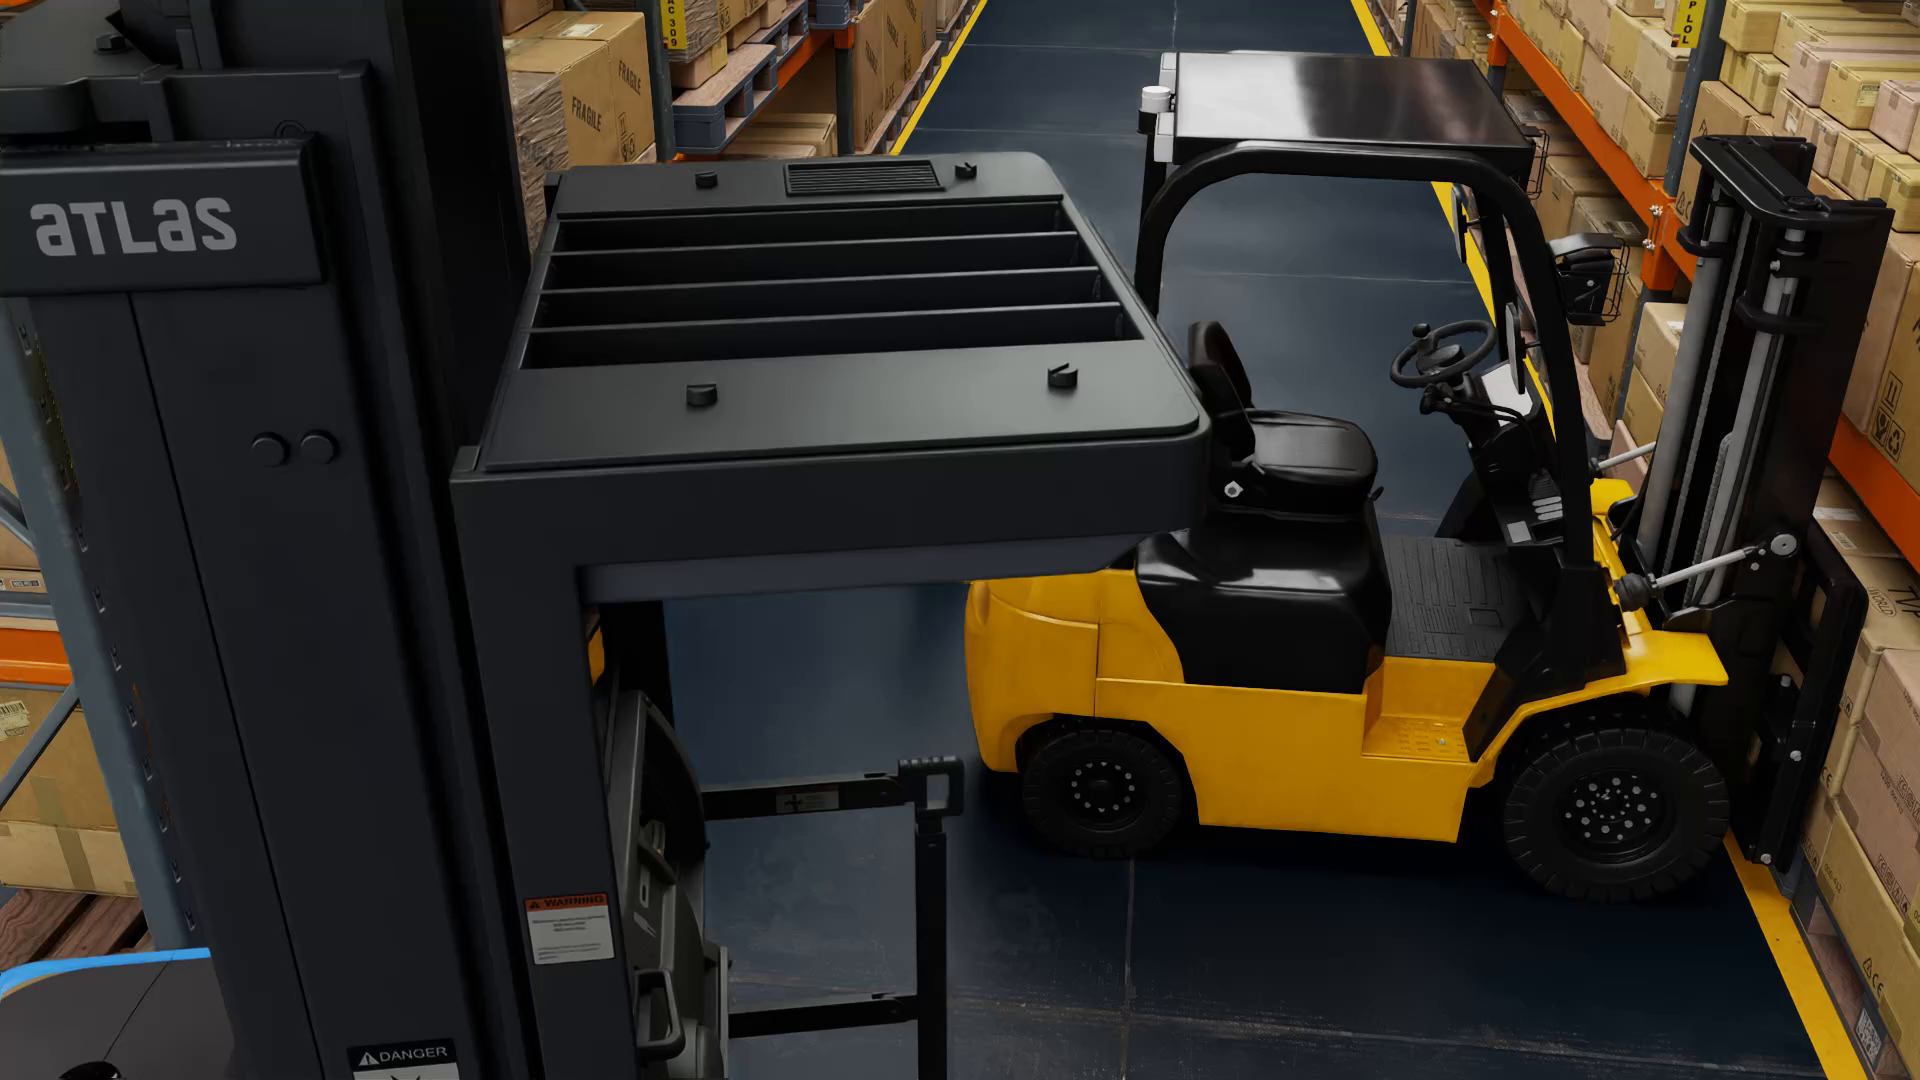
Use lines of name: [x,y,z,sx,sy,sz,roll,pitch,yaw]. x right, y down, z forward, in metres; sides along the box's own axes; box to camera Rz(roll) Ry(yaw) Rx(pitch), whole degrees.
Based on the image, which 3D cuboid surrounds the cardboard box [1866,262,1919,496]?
cardboard box: [2.686,-0.370,4.168,0.500,0.500,0.500,3,28,5]

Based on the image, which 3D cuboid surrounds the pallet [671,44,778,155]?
pallet: [-1.448,-2.030,7.559,1.003,0.211,1.213,3,28,6]

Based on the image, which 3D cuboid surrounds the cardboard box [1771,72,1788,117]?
cardboard box: [2.906,-1.425,5.444,0.380,0.149,0.250,3,28,6]

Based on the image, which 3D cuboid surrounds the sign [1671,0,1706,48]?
sign: [2.701,-1.979,6.123,0.100,0.325,0.005,3,28,6]

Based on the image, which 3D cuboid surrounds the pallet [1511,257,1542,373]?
pallet: [3.440,-1.174,8.707,1.003,0.211,1.213,3,28,6]

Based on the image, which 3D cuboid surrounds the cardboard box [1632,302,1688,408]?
cardboard box: [2.870,-0.682,6.255,0.500,0.250,0.500,3,28,5]

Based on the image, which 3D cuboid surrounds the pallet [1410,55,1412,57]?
pallet: [4.159,-3.630,13.265,1.003,0.211,1.213,3,28,6]

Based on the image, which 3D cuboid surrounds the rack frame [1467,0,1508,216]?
rack frame: [3.731,-3.360,9.824,1.000,3.000,0.127,3,28,6]

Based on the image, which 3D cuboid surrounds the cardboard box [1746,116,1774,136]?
cardboard box: [2.880,-1.081,5.489,0.500,0.500,0.500,4,29,7]

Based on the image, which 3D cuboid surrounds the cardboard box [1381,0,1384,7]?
cardboard box: [4.235,-5.284,15.589,0.500,0.500,0.500,4,29,7]

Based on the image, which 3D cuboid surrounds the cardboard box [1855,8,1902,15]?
cardboard box: [3.497,-1.959,6.435,0.380,0.149,0.250,3,28,5]

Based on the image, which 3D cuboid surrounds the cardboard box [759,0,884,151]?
cardboard box: [-1.029,-3.216,11.355,0.875,0.875,0.875,3,28,6]

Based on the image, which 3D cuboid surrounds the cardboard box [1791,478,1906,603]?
cardboard box: [2.676,0.040,4.916,0.500,0.250,0.500,3,28,5]

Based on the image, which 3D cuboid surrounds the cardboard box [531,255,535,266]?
cardboard box: [-1.605,-0.887,5.498,0.380,0.149,0.250,3,28,5]

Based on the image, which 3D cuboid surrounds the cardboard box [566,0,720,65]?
cardboard box: [-1.344,-2.327,7.046,0.500,0.500,0.500,4,29,7]

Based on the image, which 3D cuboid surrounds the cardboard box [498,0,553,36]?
cardboard box: [-1.955,-2.184,6.168,0.700,0.500,0.500,3,28,6]

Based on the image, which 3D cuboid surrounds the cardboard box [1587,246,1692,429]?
cardboard box: [3.294,-0.863,7.249,0.875,0.625,0.625,5,29,8]

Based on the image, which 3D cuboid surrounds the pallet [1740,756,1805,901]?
pallet: [2.955,0.698,5.231,1.003,0.211,1.213,3,28,6]

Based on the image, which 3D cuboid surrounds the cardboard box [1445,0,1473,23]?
cardboard box: [3.848,-3.958,12.442,0.380,0.149,0.250,3,28,6]

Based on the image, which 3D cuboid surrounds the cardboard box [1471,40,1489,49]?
cardboard box: [3.619,-3.229,11.089,0.380,0.149,0.250,2,28,5]

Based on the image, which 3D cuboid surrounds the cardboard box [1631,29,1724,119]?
cardboard box: [3.047,-1.877,6.702,0.500,0.250,0.500,3,28,5]

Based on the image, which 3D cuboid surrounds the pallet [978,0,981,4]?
pallet: [-0.236,-5.804,17.300,1.003,0.211,1.213,3,28,6]

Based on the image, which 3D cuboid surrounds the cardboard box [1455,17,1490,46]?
cardboard box: [3.731,-3.599,11.777,0.380,0.149,0.250,2,28,4]

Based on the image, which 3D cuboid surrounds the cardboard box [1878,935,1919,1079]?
cardboard box: [2.495,1.192,3.831,0.500,0.250,0.500,4,29,7]

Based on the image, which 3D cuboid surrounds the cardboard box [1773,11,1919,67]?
cardboard box: [2.983,-1.675,5.594,0.380,0.149,0.250,4,29,7]

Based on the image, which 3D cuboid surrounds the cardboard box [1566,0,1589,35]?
cardboard box: [3.252,-2.596,8.038,0.500,0.250,0.500,4,29,7]

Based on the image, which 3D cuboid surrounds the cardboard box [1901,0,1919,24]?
cardboard box: [3.502,-1.770,5.769,0.380,0.149,0.250,3,29,6]

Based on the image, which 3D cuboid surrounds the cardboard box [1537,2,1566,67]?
cardboard box: [3.311,-2.620,8.608,0.500,0.250,0.500,2,28,5]

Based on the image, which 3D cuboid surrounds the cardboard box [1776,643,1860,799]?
cardboard box: [2.615,0.485,4.617,0.500,0.250,0.500,3,28,5]

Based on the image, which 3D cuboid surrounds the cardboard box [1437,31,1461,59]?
cardboard box: [3.748,-3.383,12.059,0.500,0.500,0.500,2,28,4]

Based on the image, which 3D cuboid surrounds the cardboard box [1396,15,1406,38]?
cardboard box: [3.998,-4.452,14.414,0.380,0.149,0.250,3,28,5]

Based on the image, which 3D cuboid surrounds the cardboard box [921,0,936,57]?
cardboard box: [-0.702,-4.482,13.705,0.875,0.875,0.875,4,29,8]

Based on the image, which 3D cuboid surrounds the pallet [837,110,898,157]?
pallet: [-1.024,-2.786,11.698,1.003,0.211,1.213,3,28,6]

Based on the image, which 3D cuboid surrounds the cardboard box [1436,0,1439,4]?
cardboard box: [3.956,-4.324,13.123,0.380,0.149,0.250,3,28,5]

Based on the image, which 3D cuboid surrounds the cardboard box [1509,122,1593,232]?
cardboard box: [3.569,-1.898,9.172,0.875,0.625,0.625,4,29,8]

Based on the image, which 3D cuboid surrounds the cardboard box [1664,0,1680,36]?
cardboard box: [3.076,-2.103,6.701,0.380,0.149,0.250,3,28,5]

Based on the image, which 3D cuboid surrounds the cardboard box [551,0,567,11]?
cardboard box: [-1.857,-2.354,7.095,0.500,0.500,0.500,3,28,5]

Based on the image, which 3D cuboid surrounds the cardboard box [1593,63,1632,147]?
cardboard box: [3.099,-1.900,7.273,0.500,0.250,0.500,3,28,6]

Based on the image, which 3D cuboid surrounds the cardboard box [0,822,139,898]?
cardboard box: [-2.341,0.737,4.675,0.500,0.250,0.500,3,28,6]

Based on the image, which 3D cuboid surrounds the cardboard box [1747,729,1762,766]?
cardboard box: [2.677,0.478,5.157,0.500,0.250,0.500,4,29,8]

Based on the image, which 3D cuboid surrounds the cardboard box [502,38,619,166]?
cardboard box: [-1.550,-1.472,5.901,0.500,0.500,0.500,4,29,8]

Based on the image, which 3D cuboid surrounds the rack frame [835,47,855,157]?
rack frame: [-1.196,-3.646,10.356,1.000,3.000,0.127,3,28,6]

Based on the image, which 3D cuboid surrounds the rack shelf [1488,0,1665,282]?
rack shelf: [3.486,-2.102,8.247,1.077,0.370,4.000,3,28,6]

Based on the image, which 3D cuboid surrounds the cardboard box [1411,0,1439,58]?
cardboard box: [3.939,-4.112,13.414,0.500,0.500,0.500,5,29,8]

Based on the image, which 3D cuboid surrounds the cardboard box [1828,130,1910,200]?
cardboard box: [2.755,-1.071,4.786,0.380,0.149,0.250,2,28,5]

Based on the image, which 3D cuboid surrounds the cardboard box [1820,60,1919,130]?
cardboard box: [2.804,-1.317,4.929,0.380,0.149,0.250,3,28,5]

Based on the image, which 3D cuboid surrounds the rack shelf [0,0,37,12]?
rack shelf: [-1.931,-1.826,4.573,1.077,0.370,4.000,3,28,6]

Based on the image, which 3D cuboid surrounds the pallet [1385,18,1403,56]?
pallet: [4.306,-4.338,14.580,1.003,0.211,1.213,3,28,6]

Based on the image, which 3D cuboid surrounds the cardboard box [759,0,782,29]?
cardboard box: [-1.117,-2.692,8.406,0.380,0.149,0.250,4,29,8]
